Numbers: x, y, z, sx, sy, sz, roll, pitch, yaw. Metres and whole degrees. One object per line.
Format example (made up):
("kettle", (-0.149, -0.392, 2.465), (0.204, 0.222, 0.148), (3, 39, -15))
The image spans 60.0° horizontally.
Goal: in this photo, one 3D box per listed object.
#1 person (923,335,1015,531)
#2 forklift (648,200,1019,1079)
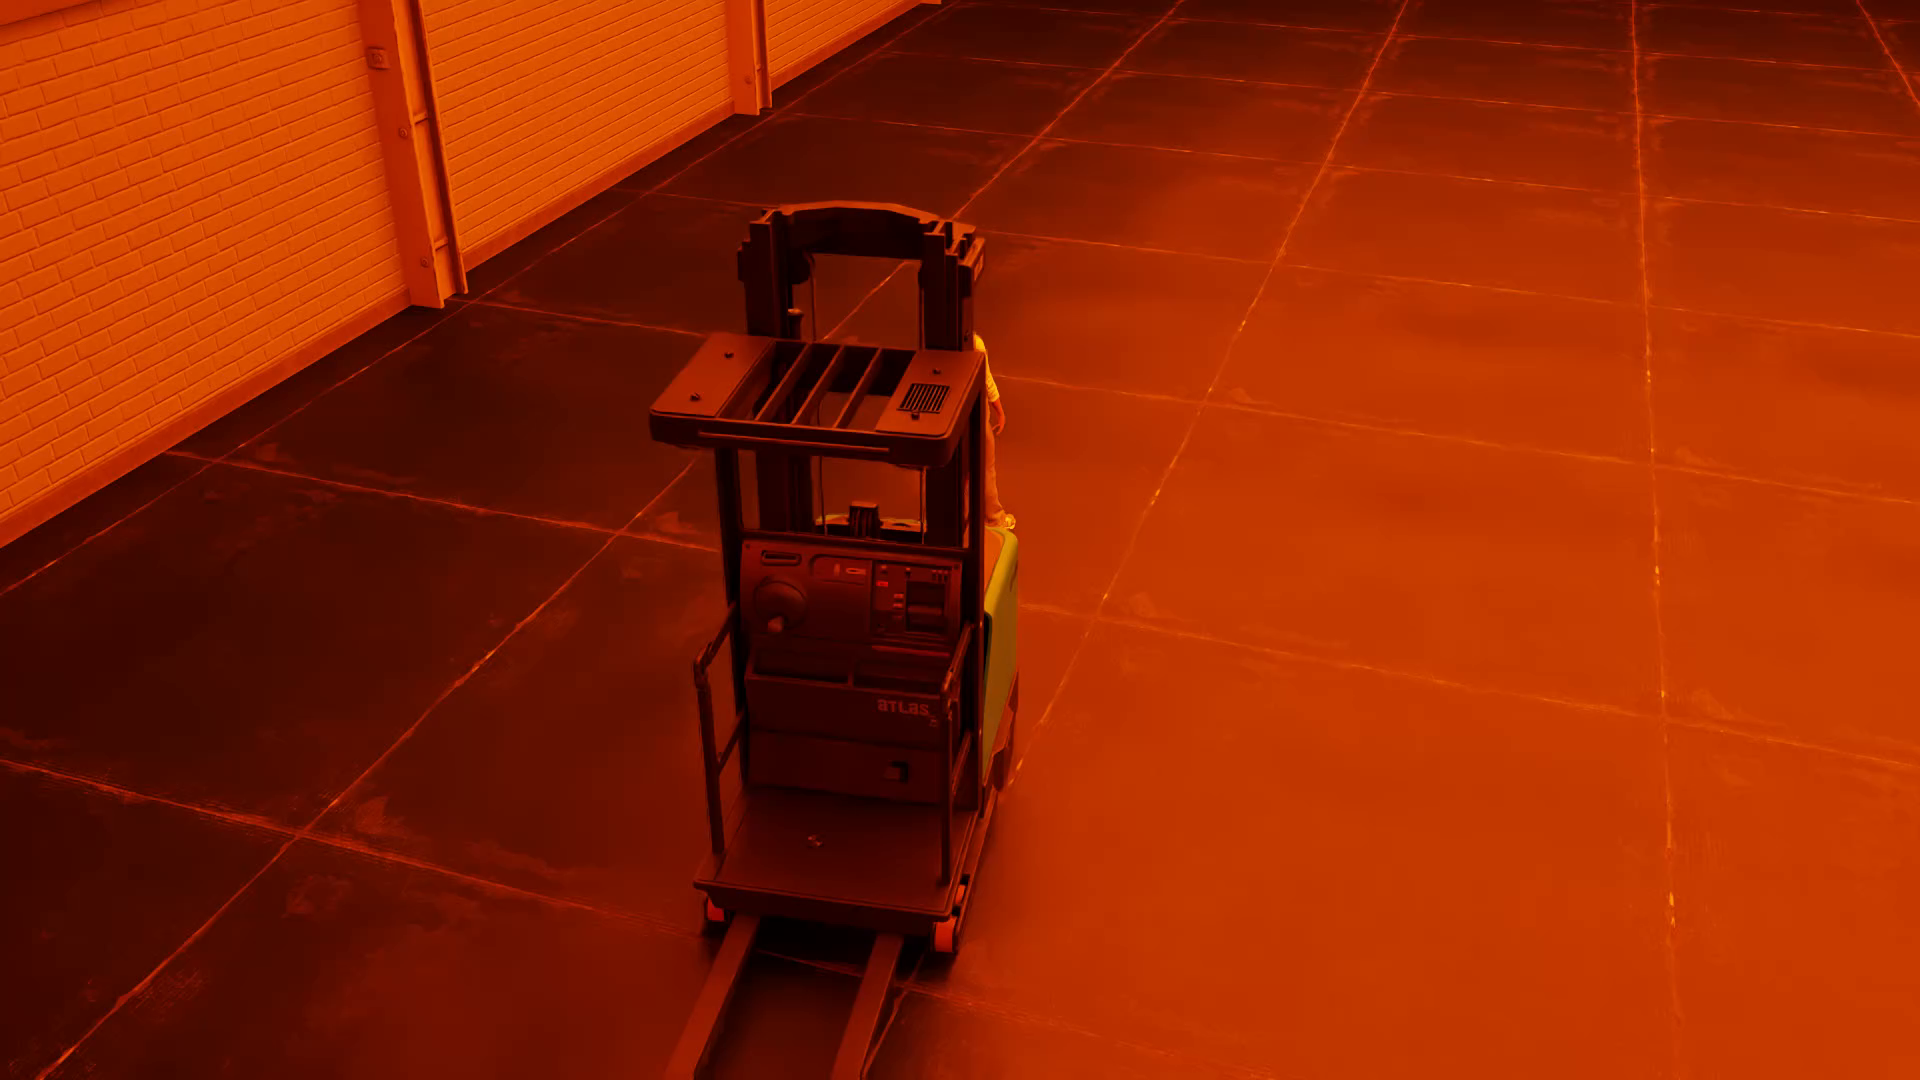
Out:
("person", (0.038, -0.733, 9.754), (0.520, 1.599, 0.473), (10, 31, 16))
("forklift", (-0.489, 0.274, 6.656), (1.130, 2.935, 3.031), (5, 30, 9))
